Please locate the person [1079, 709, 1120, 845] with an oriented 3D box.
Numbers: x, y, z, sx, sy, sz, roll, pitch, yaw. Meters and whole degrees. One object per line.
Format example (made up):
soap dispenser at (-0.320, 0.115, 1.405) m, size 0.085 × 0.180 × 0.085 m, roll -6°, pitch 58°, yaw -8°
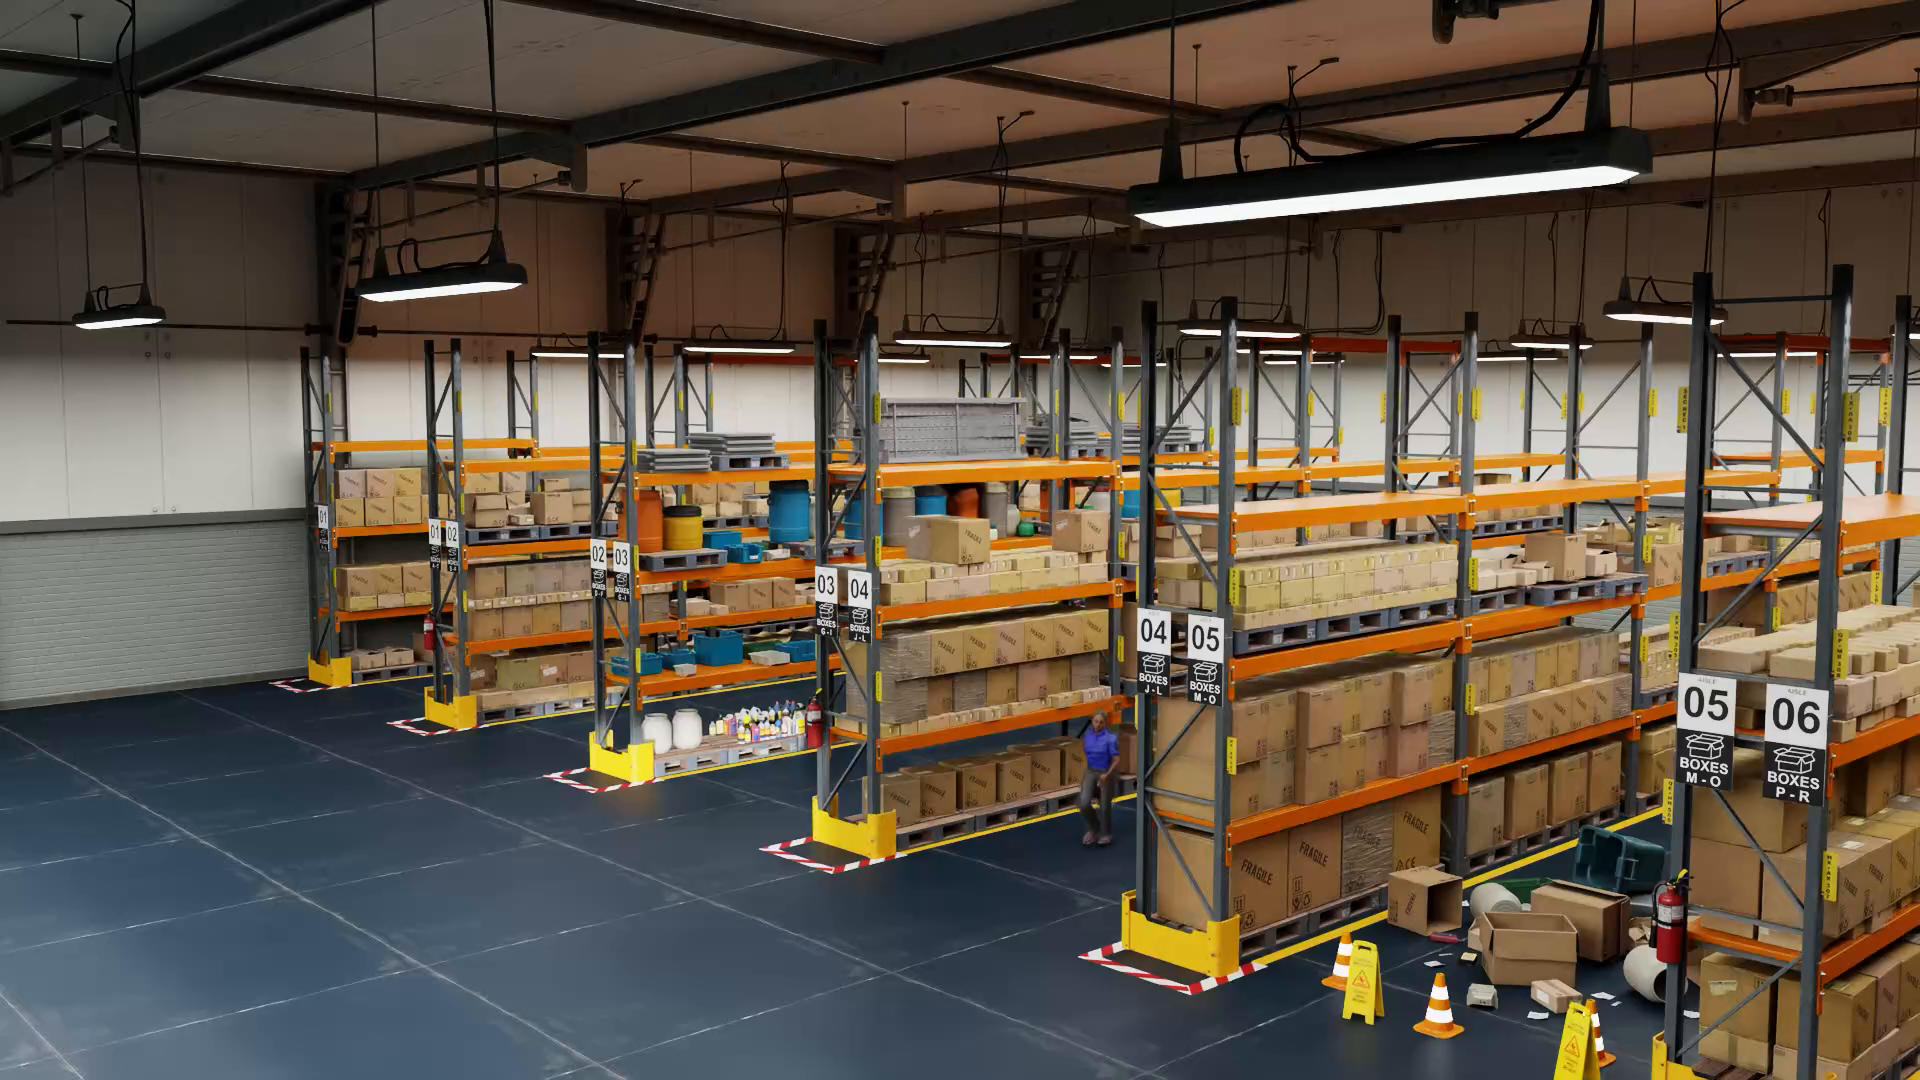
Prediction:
person at (1.585, 2.698, 18.815) m, size 0.535 × 1.604 × 0.799 m, roll 2°, pitch 6°, yaw 24°
